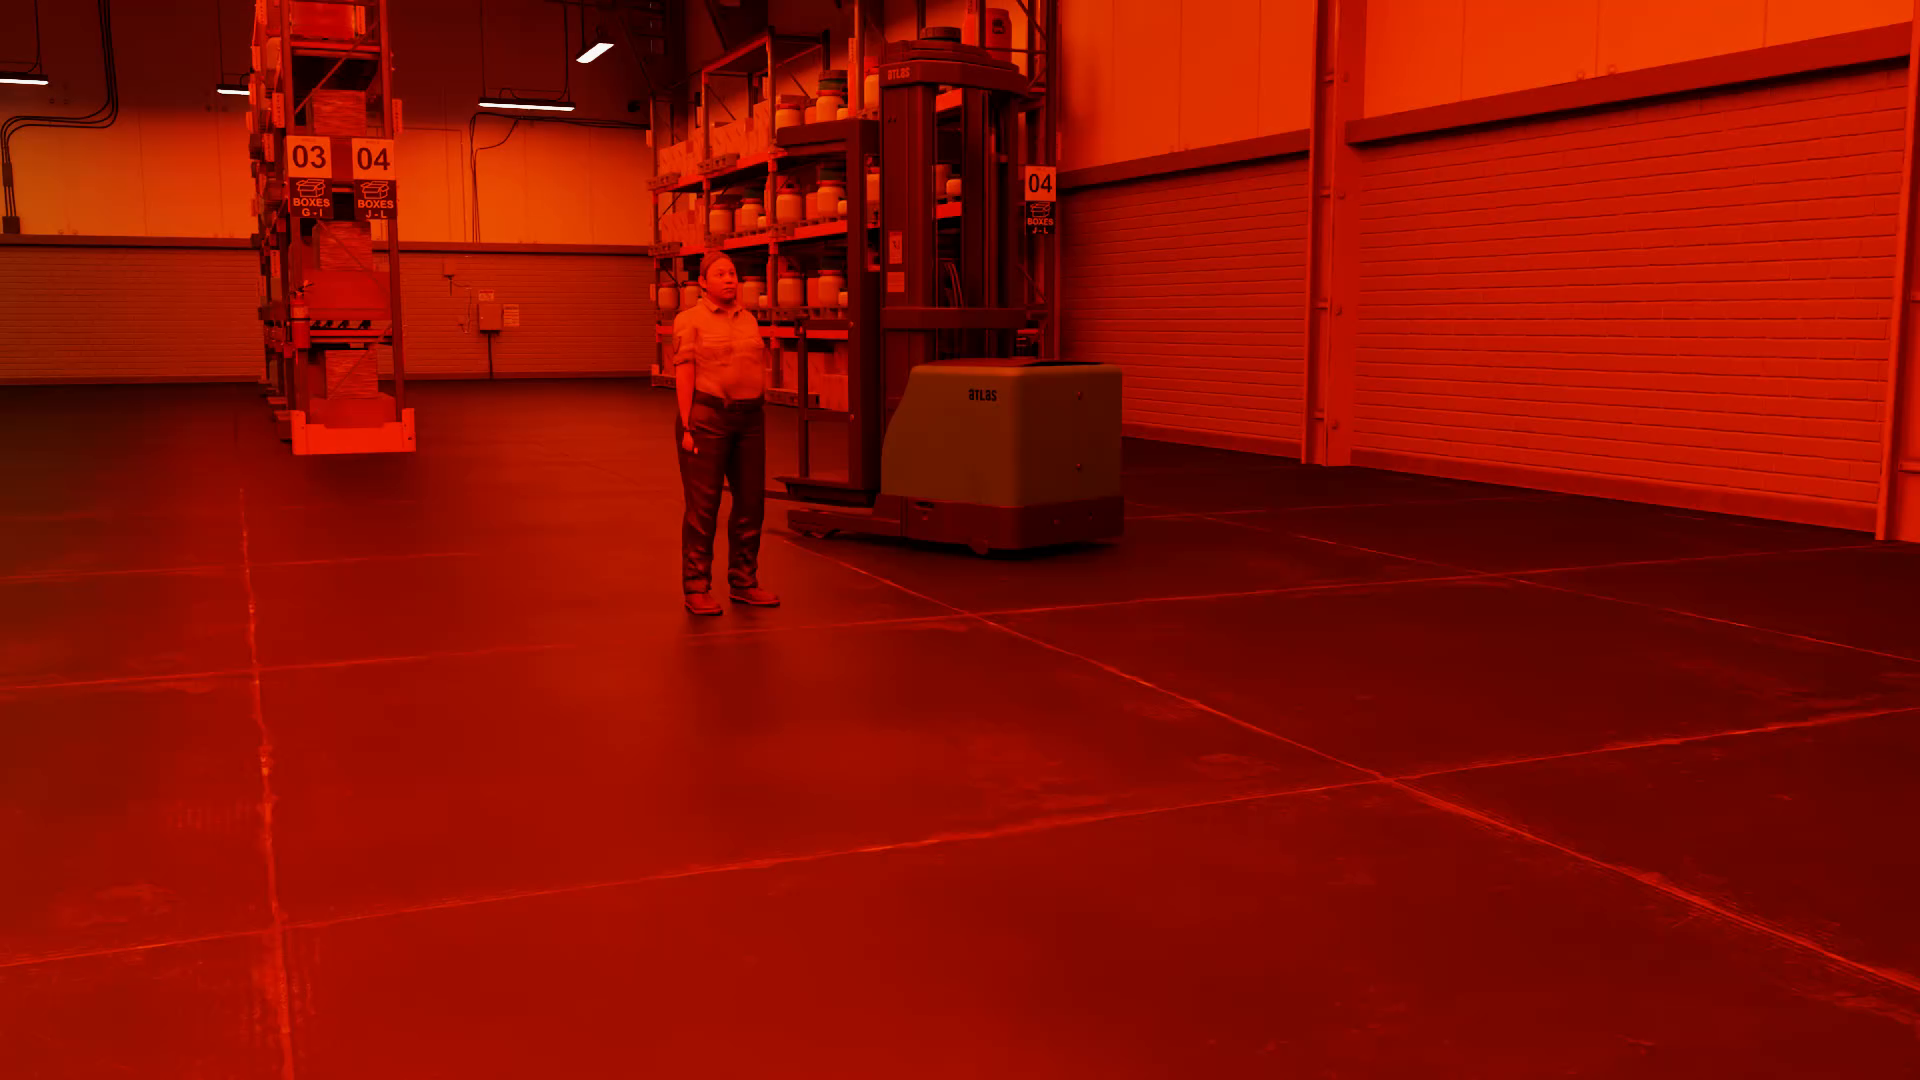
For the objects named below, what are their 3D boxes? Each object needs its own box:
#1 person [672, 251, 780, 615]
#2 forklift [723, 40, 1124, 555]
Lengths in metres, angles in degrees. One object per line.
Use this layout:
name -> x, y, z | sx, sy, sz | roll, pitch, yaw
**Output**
person -> -1.094, -0.504, 7.697 | 0.471, 1.651, 0.363 | -7, 10, -43
forklift -> -0.436, -1.509, 10.383 | 3.031, 2.935, 1.130 | 7, 10, 44
